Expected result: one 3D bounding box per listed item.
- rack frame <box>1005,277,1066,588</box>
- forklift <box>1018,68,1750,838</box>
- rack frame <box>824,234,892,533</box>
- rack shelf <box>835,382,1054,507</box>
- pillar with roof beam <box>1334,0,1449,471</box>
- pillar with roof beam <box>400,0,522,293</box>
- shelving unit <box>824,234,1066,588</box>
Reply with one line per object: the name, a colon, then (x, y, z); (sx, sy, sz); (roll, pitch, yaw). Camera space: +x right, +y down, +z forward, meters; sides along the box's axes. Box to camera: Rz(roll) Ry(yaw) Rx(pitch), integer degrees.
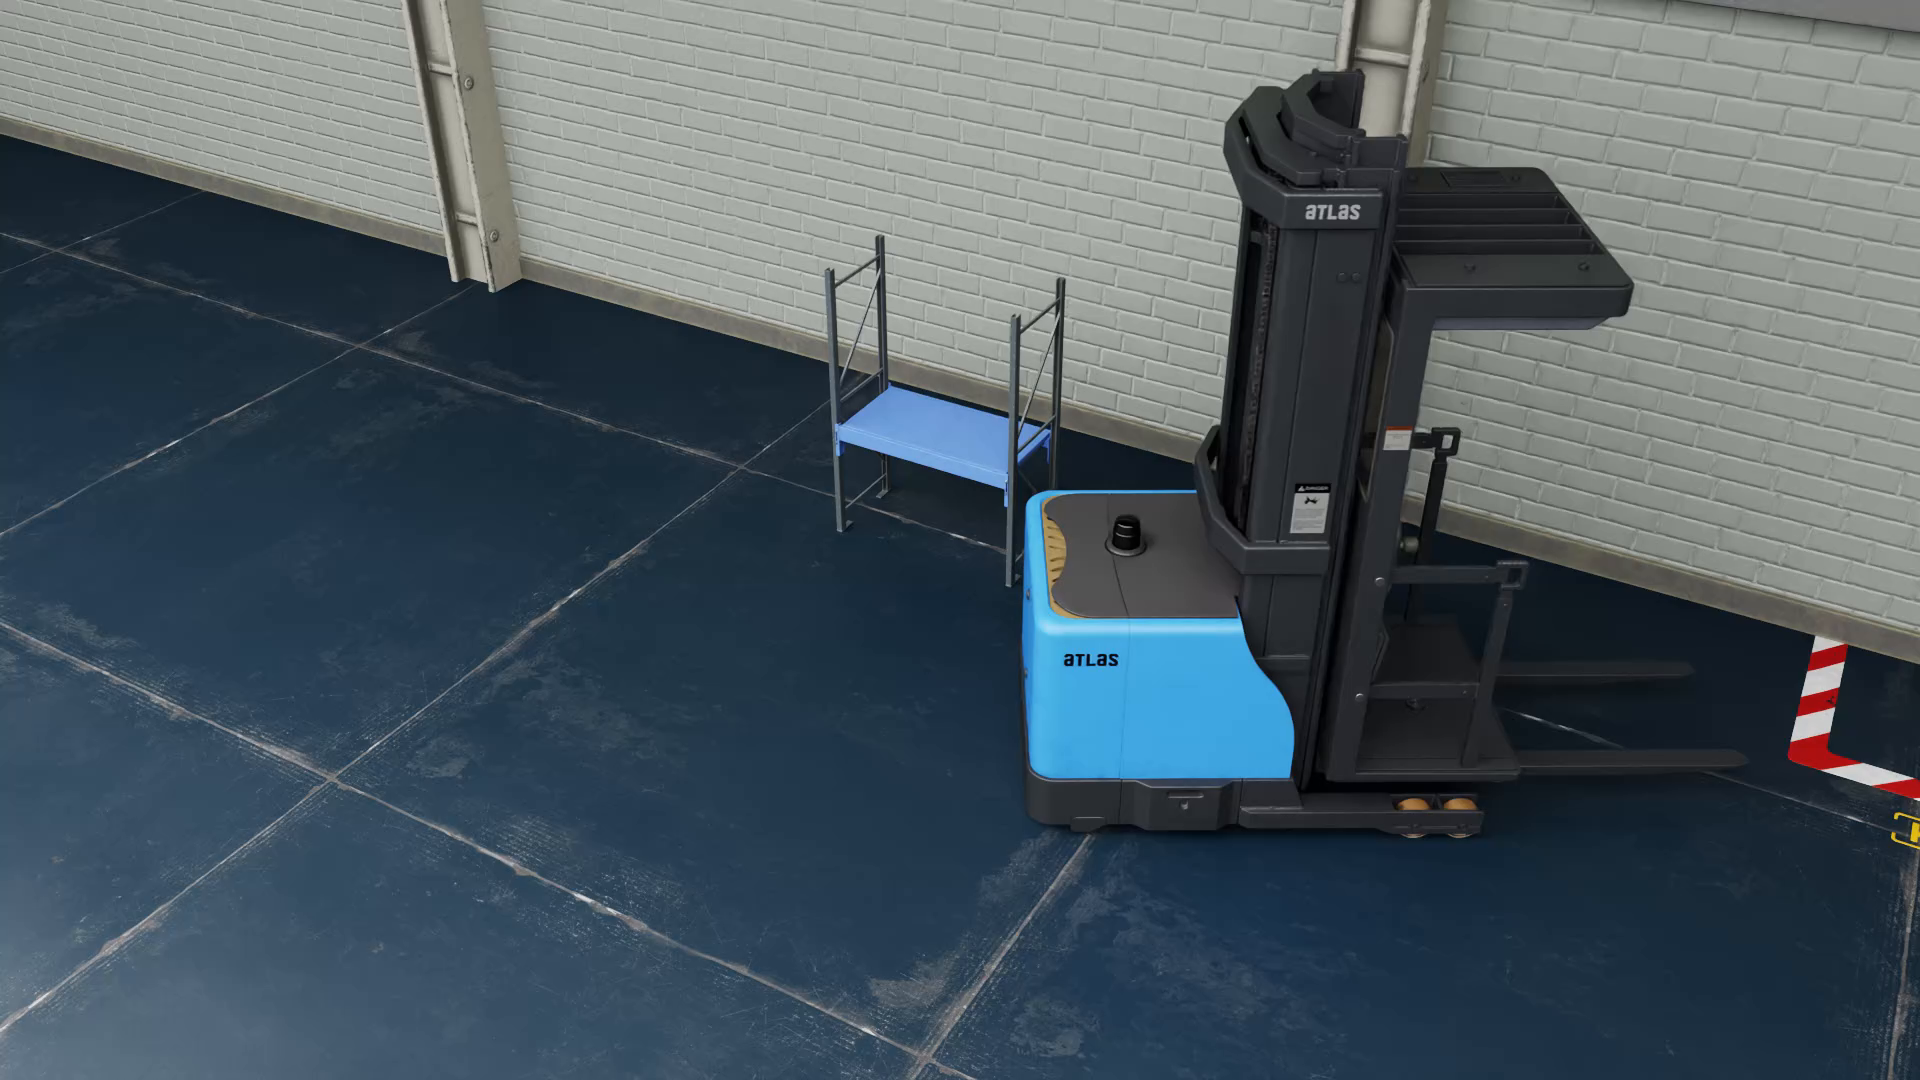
rack frame: (0.367, -0.508, 8.160); (0.032, 1.500, 0.500); (18, 37, 24)
forklift: (1.786, -0.281, 6.528); (3.031, 2.935, 1.130); (0, 34, 0)
rack frame: (-0.515, -0.788, 8.579); (0.032, 1.500, 0.500); (18, 37, 24)
rack shelf: (-0.074, -0.498, 8.469); (1.000, 0.185, 0.538); (18, 37, 24)
pillar with roof beam: (-0.176, -1.828, 3.376); (0.400, 9.000, 9.100); (18, 37, 24)
pillar with roof beam: (-5.386, -3.478, 5.854); (0.400, 9.000, 9.100); (18, 37, 24)
shelving unit: (-0.074, -0.648, 8.370); (1.048, 1.500, 0.538); (18, 37, 24)
